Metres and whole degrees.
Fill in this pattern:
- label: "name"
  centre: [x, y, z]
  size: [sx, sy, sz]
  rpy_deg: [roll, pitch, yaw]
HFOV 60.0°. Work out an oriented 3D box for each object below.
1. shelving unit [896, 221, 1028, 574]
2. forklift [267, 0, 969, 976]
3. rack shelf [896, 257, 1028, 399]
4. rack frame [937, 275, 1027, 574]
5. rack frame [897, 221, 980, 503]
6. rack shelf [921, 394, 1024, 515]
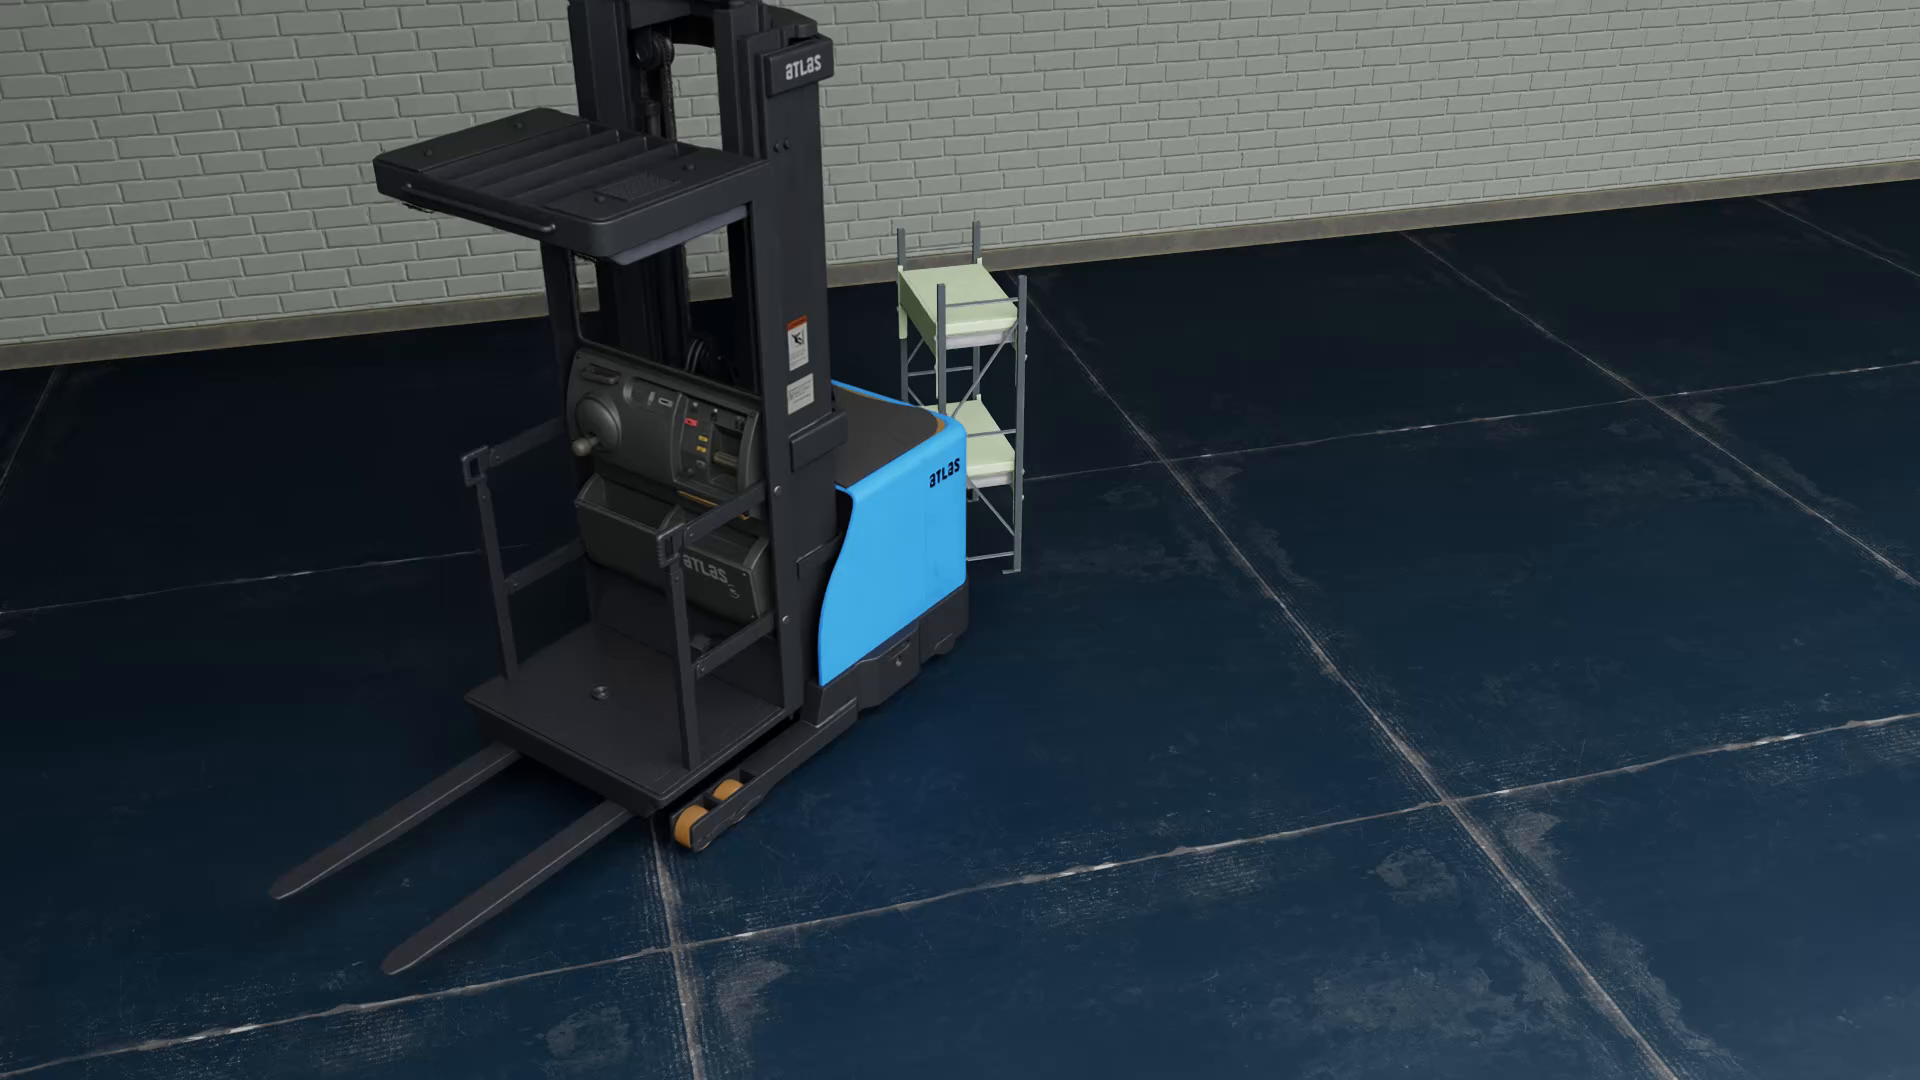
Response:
- label: "shelving unit"
  centre: [-0.002, -0.652, 7.880]
  size: [0.431, 1.500, 0.755]
  rpy_deg: [-8, 31, -13]
- label: "forklift"
  centre: [-1.228, -0.381, 5.982]
  size: [1.130, 2.935, 3.031]
  rpy_deg: [20, 36, 30]
- label: "rack shelf"
  centre: [-0.002, -0.990, 7.684]
  size: [0.431, 0.370, 0.720]
  rpy_deg: [-8, 31, -13]
- label: "rack frame"
  centre: [0.095, -0.476, 7.574]
  size: [0.400, 1.500, 0.023]
  rpy_deg: [-8, 31, -13]
- label: "rack frame"
  centre: [-0.099, -0.829, 8.185]
  size: [0.400, 1.500, 0.023]
  rpy_deg: [-8, 31, -13]
- label: "rack shelf"
  centre: [-0.002, -0.370, 8.043]
  size: [0.431, 0.370, 0.720]
  rpy_deg: [-8, 31, -13]
